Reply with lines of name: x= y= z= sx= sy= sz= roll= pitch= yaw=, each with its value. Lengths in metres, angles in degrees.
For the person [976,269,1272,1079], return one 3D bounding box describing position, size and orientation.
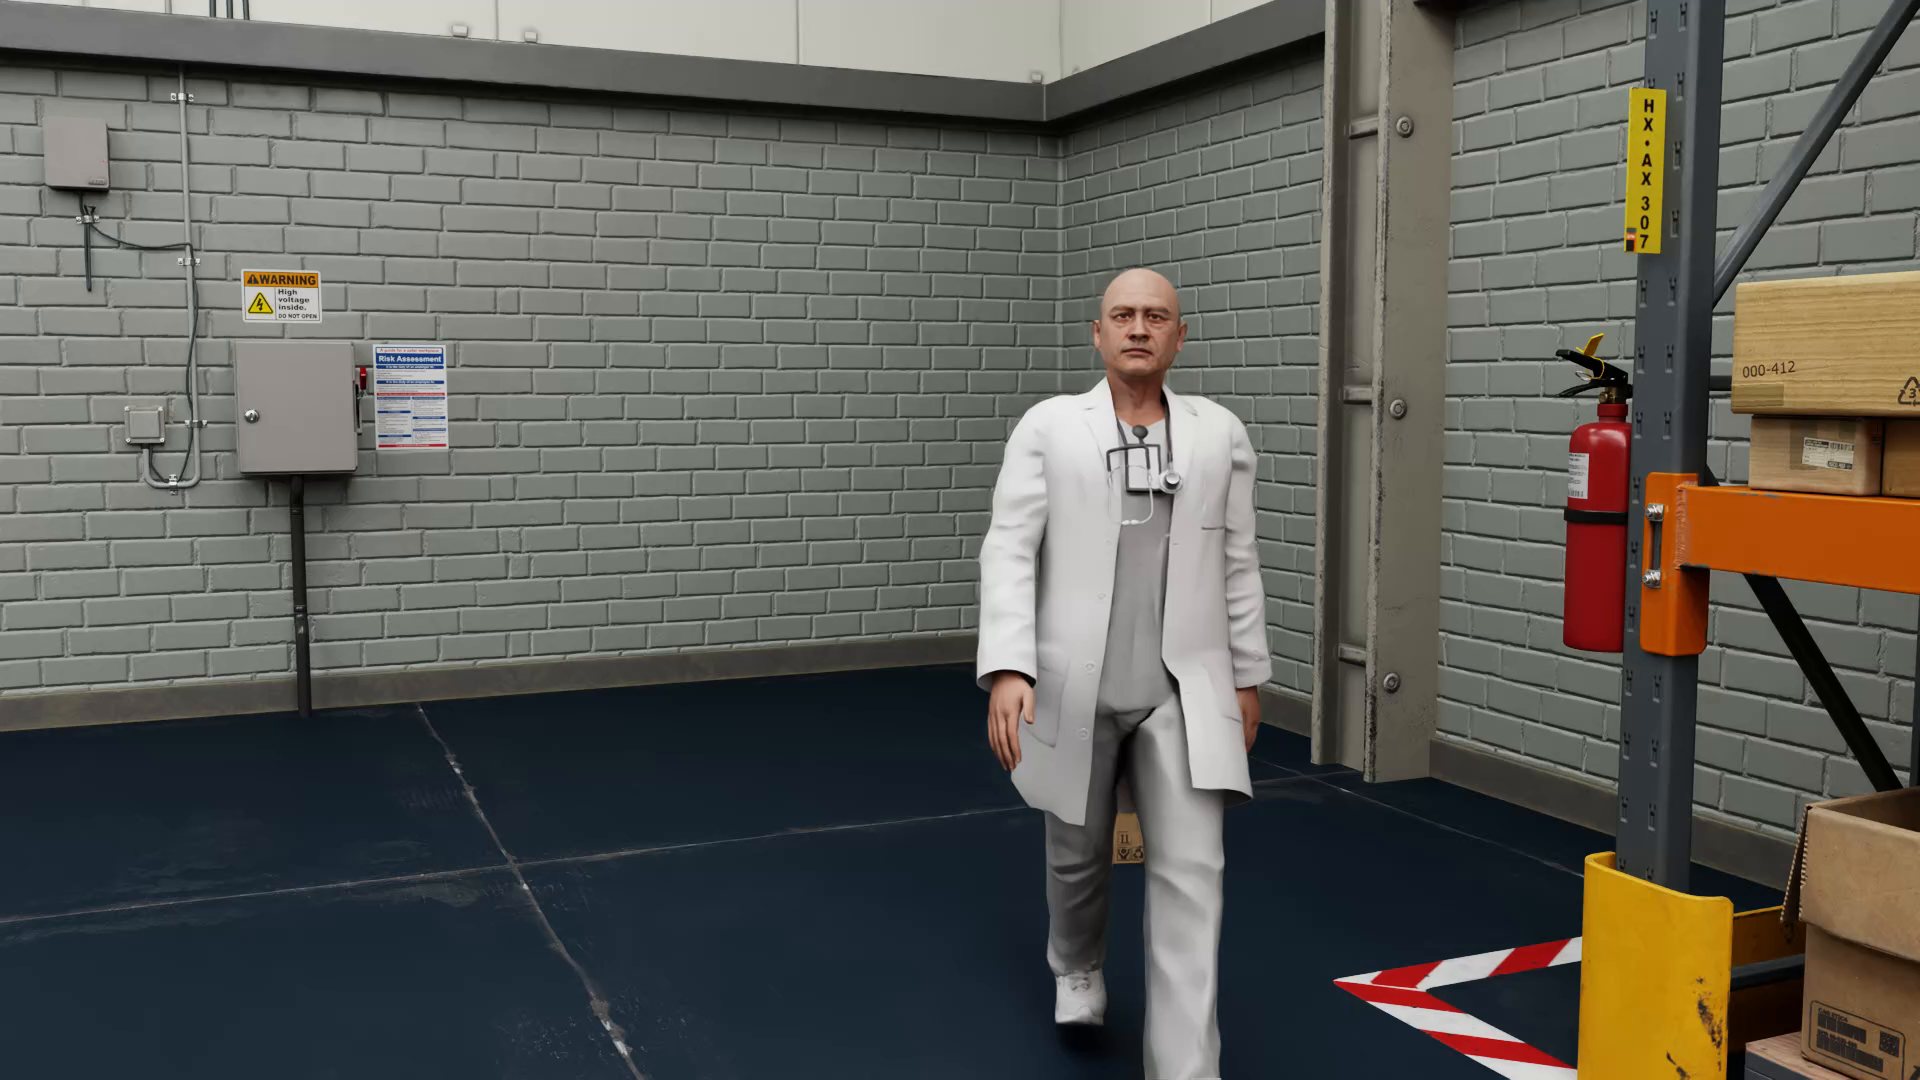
person: x=0.353 y=0.305 z=3.416 sx=0.634 sy=1.721 sz=1.151 roll=0 pitch=5 yaw=2
